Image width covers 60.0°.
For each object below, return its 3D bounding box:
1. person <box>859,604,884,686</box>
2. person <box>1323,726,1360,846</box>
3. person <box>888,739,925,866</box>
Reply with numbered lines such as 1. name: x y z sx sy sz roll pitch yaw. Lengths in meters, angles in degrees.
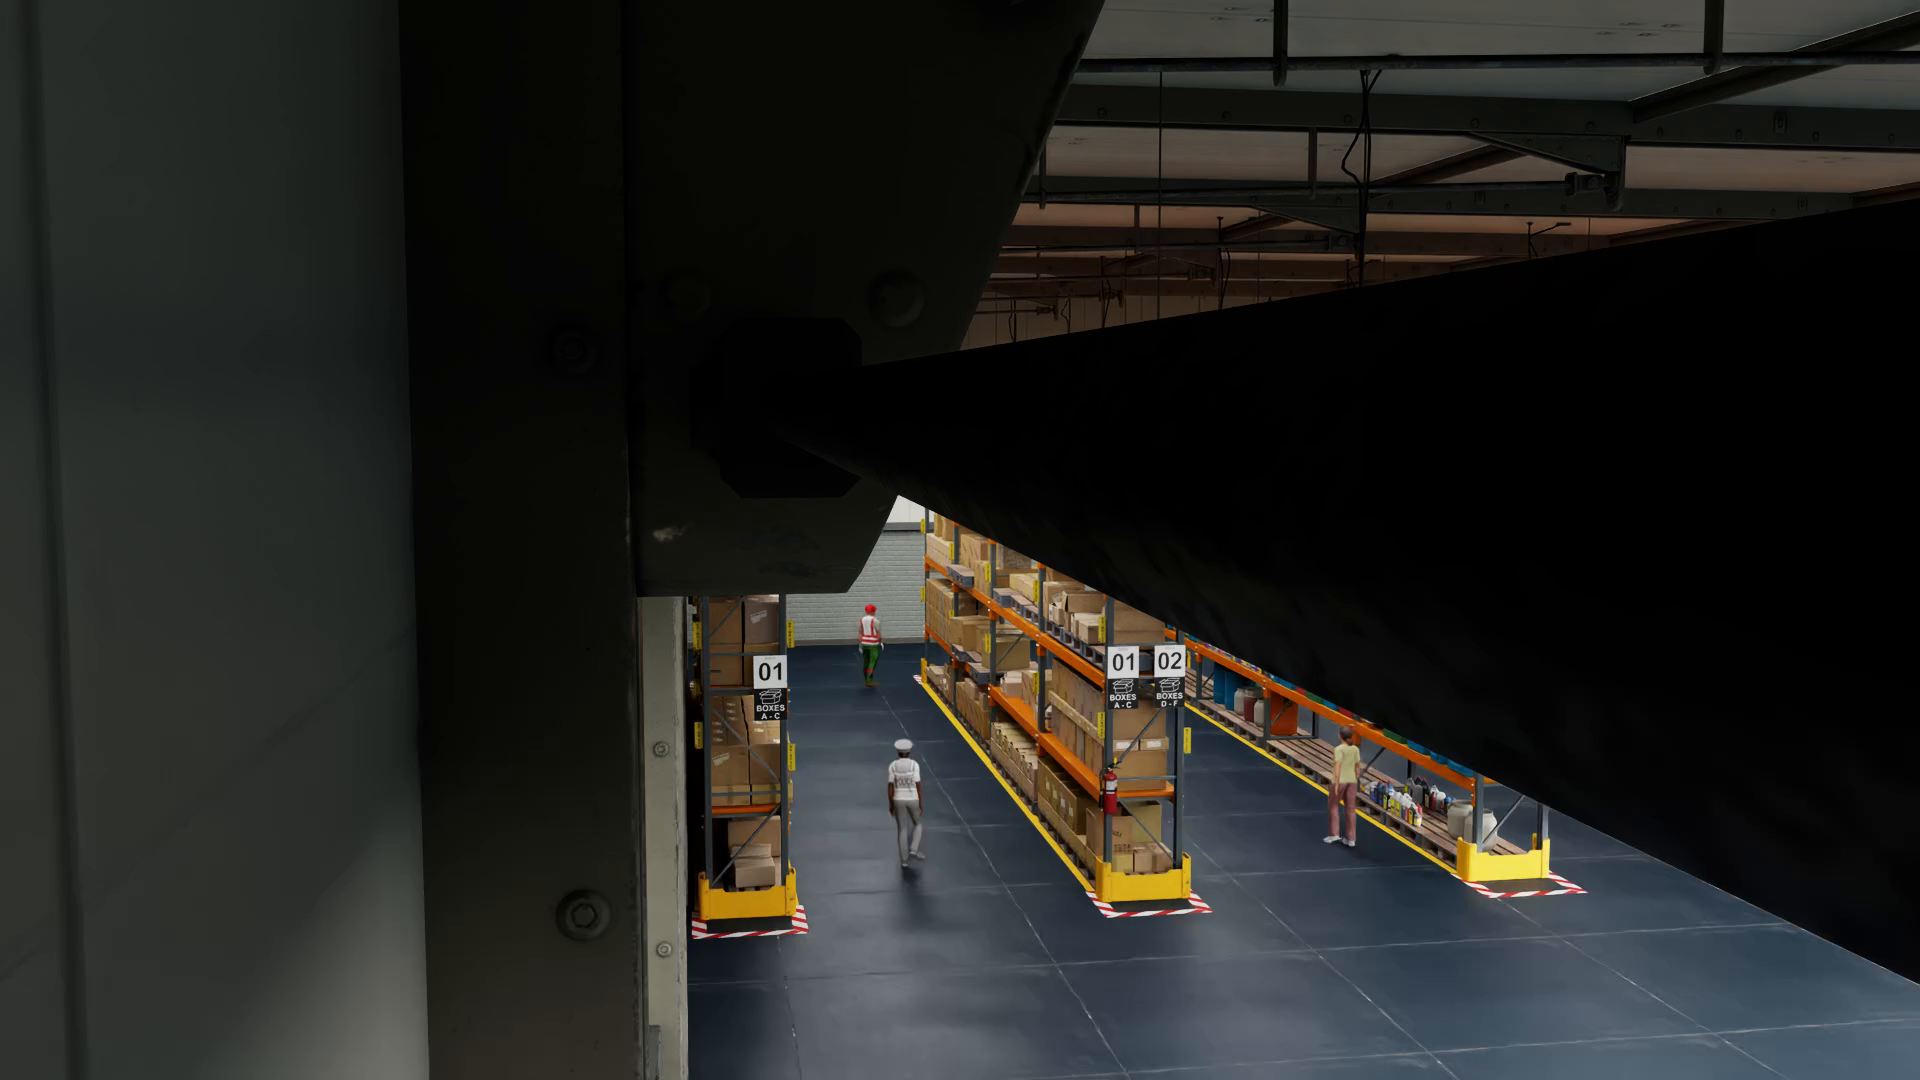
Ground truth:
1. person: -1.945 2.276 36.042 0.582 1.787 0.733 3 6 33
2. person: 5.427 3.472 23.361 0.457 1.715 0.593 -1 5 -13
3. person: -0.716 3.526 22.313 0.508 1.674 0.457 0 5 2
